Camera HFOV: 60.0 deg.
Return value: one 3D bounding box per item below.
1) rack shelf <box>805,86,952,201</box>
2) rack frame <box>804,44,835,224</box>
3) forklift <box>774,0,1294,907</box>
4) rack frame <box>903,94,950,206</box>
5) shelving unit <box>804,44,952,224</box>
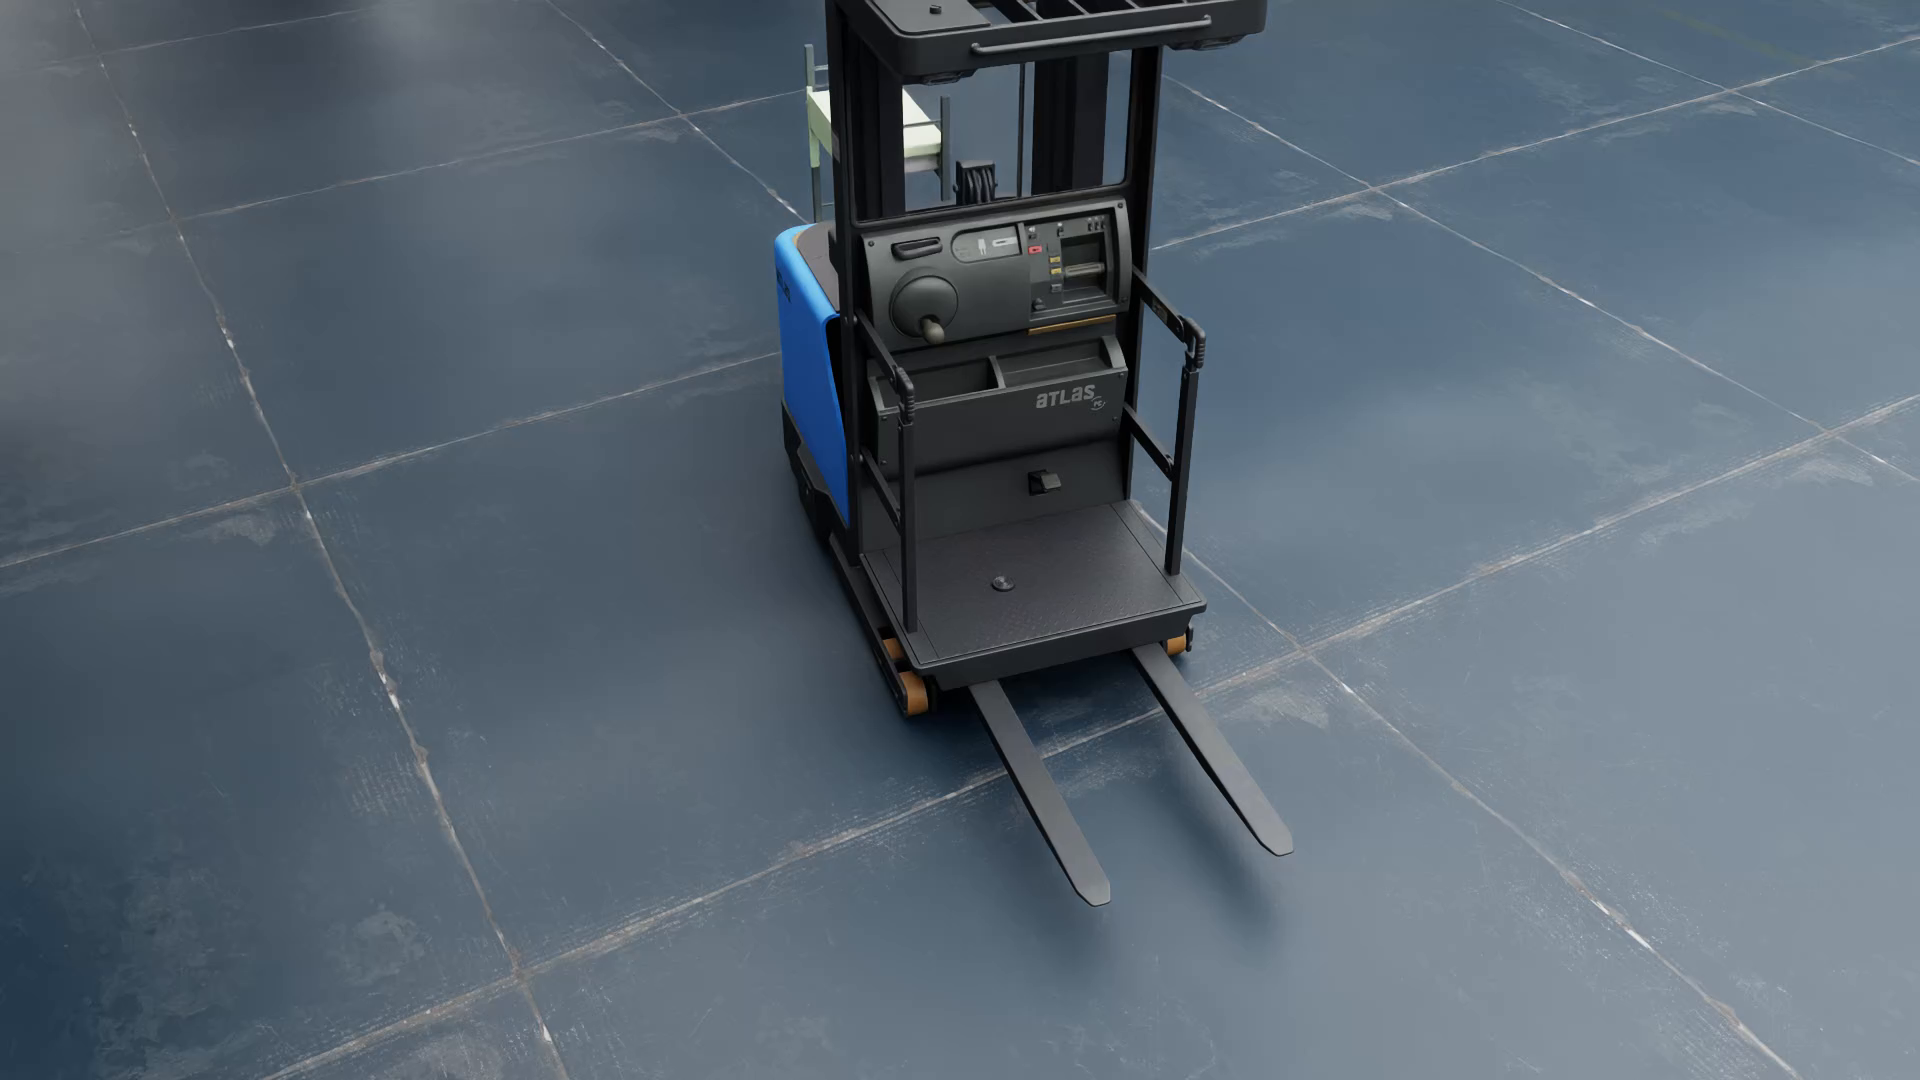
[{"bbox_3d":[-0.353,-1.652,7.079,0.431,0.370,0.720,-12,38,-15],"label":"rack shelf"},{"bbox_3d":[-0.473,-1.541,7.588,0.400,1.500,0.023,-12,38,-15],"label":"rack frame"},{"bbox_3d":[0.207,-0.832,5.405,1.130,2.935,3.031,-12,38,-15],"label":"forklift"},{"bbox_3d":[-0.233,-1.133,7.030,0.400,1.500,0.023,-12,38,-15],"label":"rack frame"},{"bbox_3d":[-0.353,-1.337,7.309,0.431,1.500,0.755,-12,38,-15],"label":"shelving unit"}]
